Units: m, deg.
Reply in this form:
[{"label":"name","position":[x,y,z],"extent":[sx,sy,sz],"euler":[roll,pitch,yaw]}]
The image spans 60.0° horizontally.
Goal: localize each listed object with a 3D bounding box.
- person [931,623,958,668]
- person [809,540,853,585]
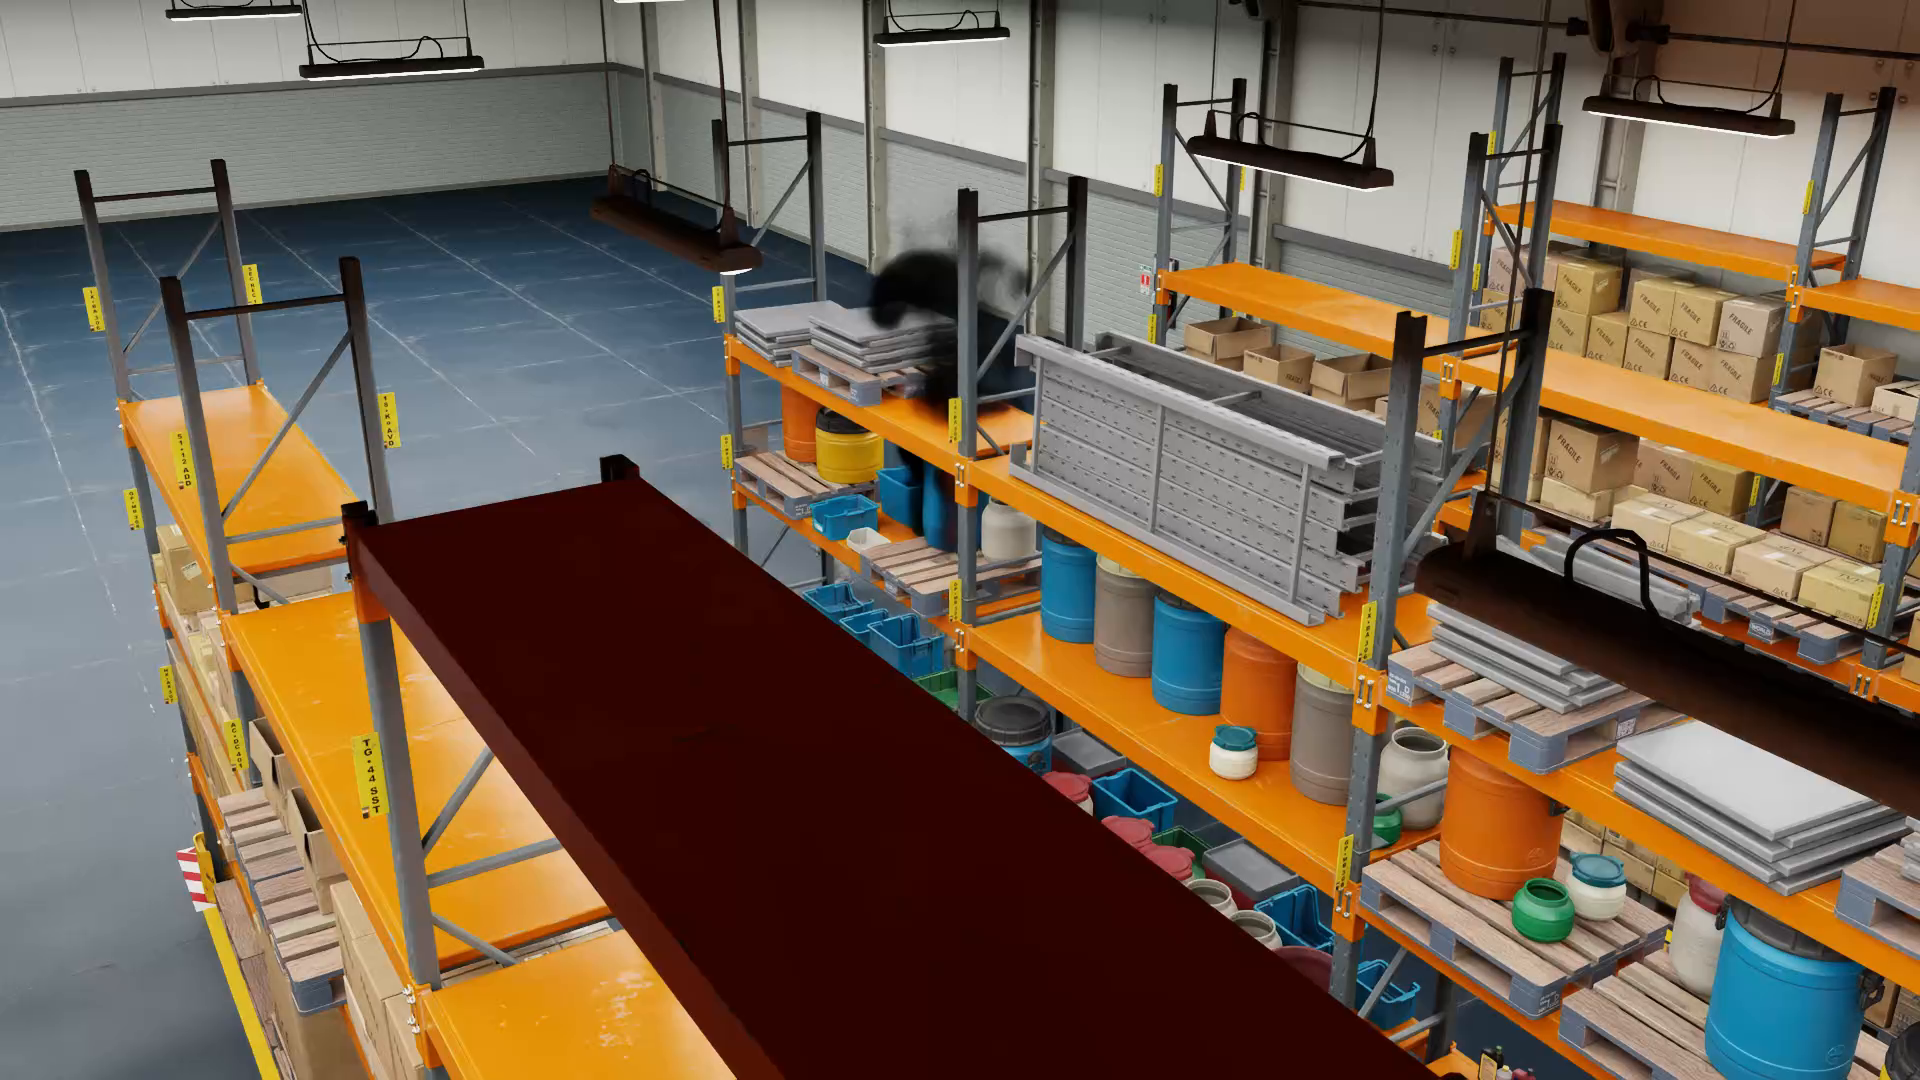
[{"label":"person","position":[-0.112,1.023,16.719],"extent":[0.693,1.642,0.530],"euler":[18,28,38]},{"label":"person","position":[-1.565,-0.251,19.702],"extent":[0.632,1.726,0.651],"euler":[-3,22,-8]}]
